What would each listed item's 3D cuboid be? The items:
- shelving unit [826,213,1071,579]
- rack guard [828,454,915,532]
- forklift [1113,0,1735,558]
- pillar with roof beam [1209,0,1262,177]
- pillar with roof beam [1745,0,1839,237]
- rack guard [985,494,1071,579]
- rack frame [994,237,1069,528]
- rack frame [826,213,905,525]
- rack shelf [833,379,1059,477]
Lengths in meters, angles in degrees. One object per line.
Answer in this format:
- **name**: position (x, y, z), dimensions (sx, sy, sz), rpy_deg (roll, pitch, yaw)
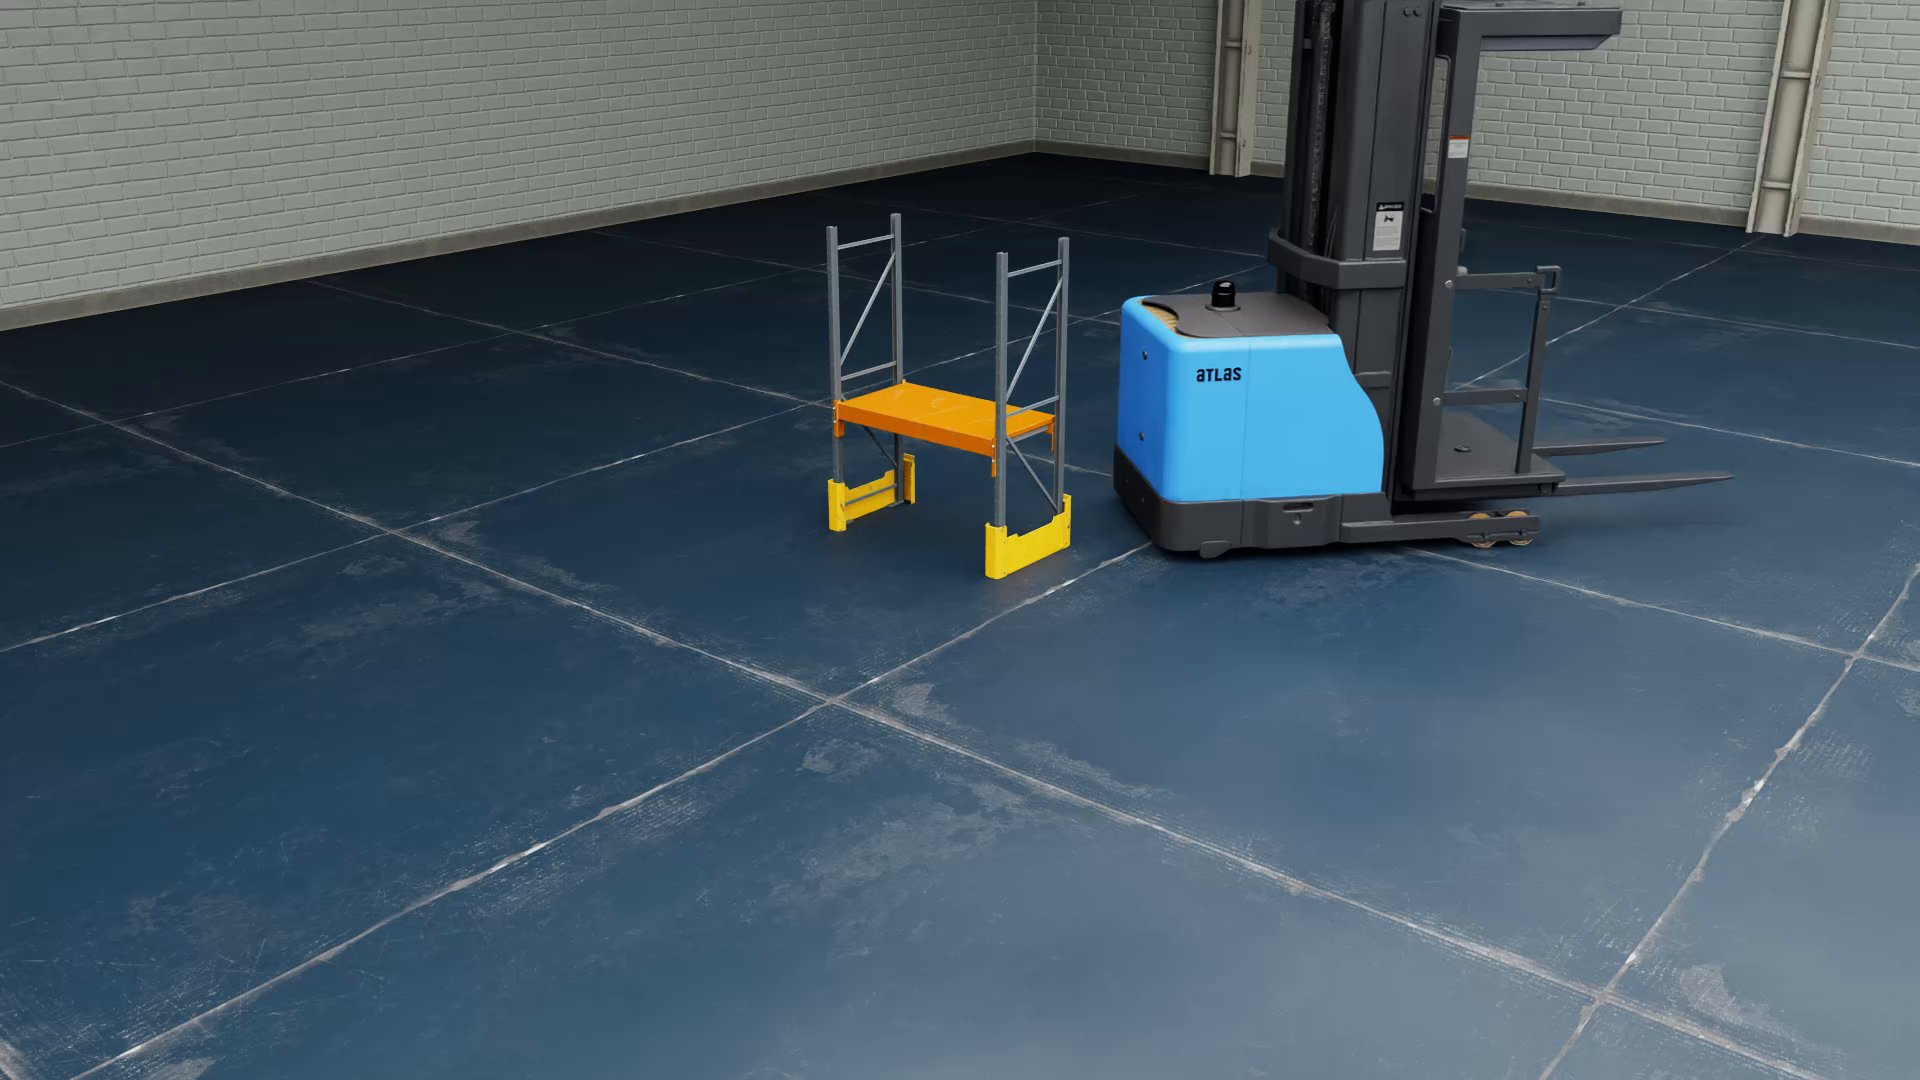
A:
- **shelving unit**: position (-0.059, -0.719, 7.949), dimensions (1.083, 1.500, 0.587), rpy_deg (16, 26, 36)
- **rack guard**: position (-0.445, -0.245, 8.464), dimensions (0.087, 0.250, 0.587), rpy_deg (16, 26, 36)
- **forklift**: position (2.364, -1.513, 8.025), dimensions (3.031, 2.935, 1.130), rpy_deg (-3, 21, -9)
- **pillar with roof beam**: position (0.463, -7.345, 14.892), dimensions (0.400, 9.000, 9.100), rpy_deg (16, 26, 36)
- **pillar with roof beam**: position (5.111, -6.006, 11.343), dimensions (0.400, 9.000, 9.100), rpy_deg (16, 26, 36)
- **rack guard**: position (0.327, -0.023, 7.875), dimensions (0.087, 0.250, 0.587), rpy_deg (16, 26, 36)
- **rack frame**: position (0.328, -0.607, 7.653), dimensions (0.032, 1.500, 0.500), rpy_deg (16, 26, 36)
- **rack frame**: position (-0.460, -0.834, 8.255), dimensions (0.032, 1.500, 0.500), rpy_deg (16, 26, 36)
- **rack shelf**: position (-0.066, -0.552, 8.017), dimensions (1.000, 0.185, 0.538), rpy_deg (16, 26, 36)
